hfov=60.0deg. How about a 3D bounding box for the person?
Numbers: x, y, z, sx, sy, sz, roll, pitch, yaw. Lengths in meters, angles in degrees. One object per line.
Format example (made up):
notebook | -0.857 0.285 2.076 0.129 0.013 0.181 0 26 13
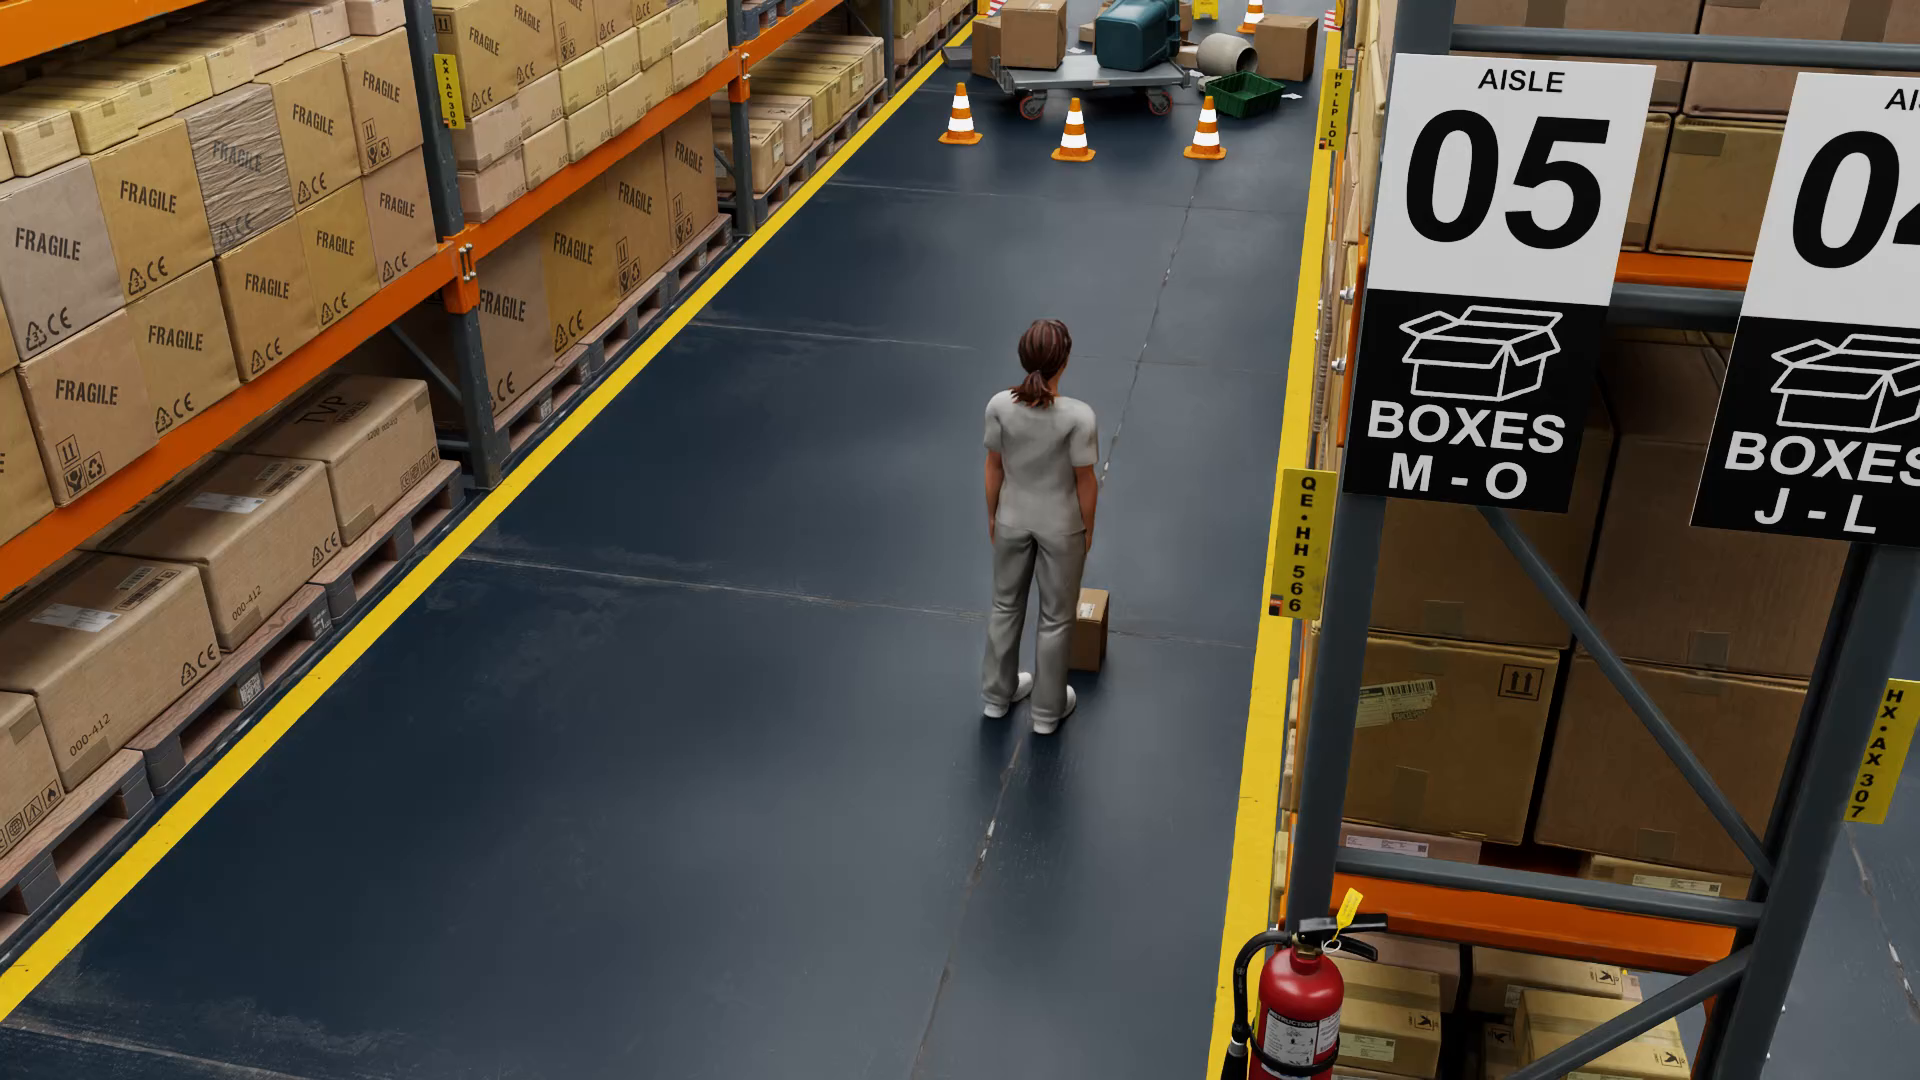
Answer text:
person | 0.303 -0.044 6.206 0.438 1.671 0.385 11 31 19
